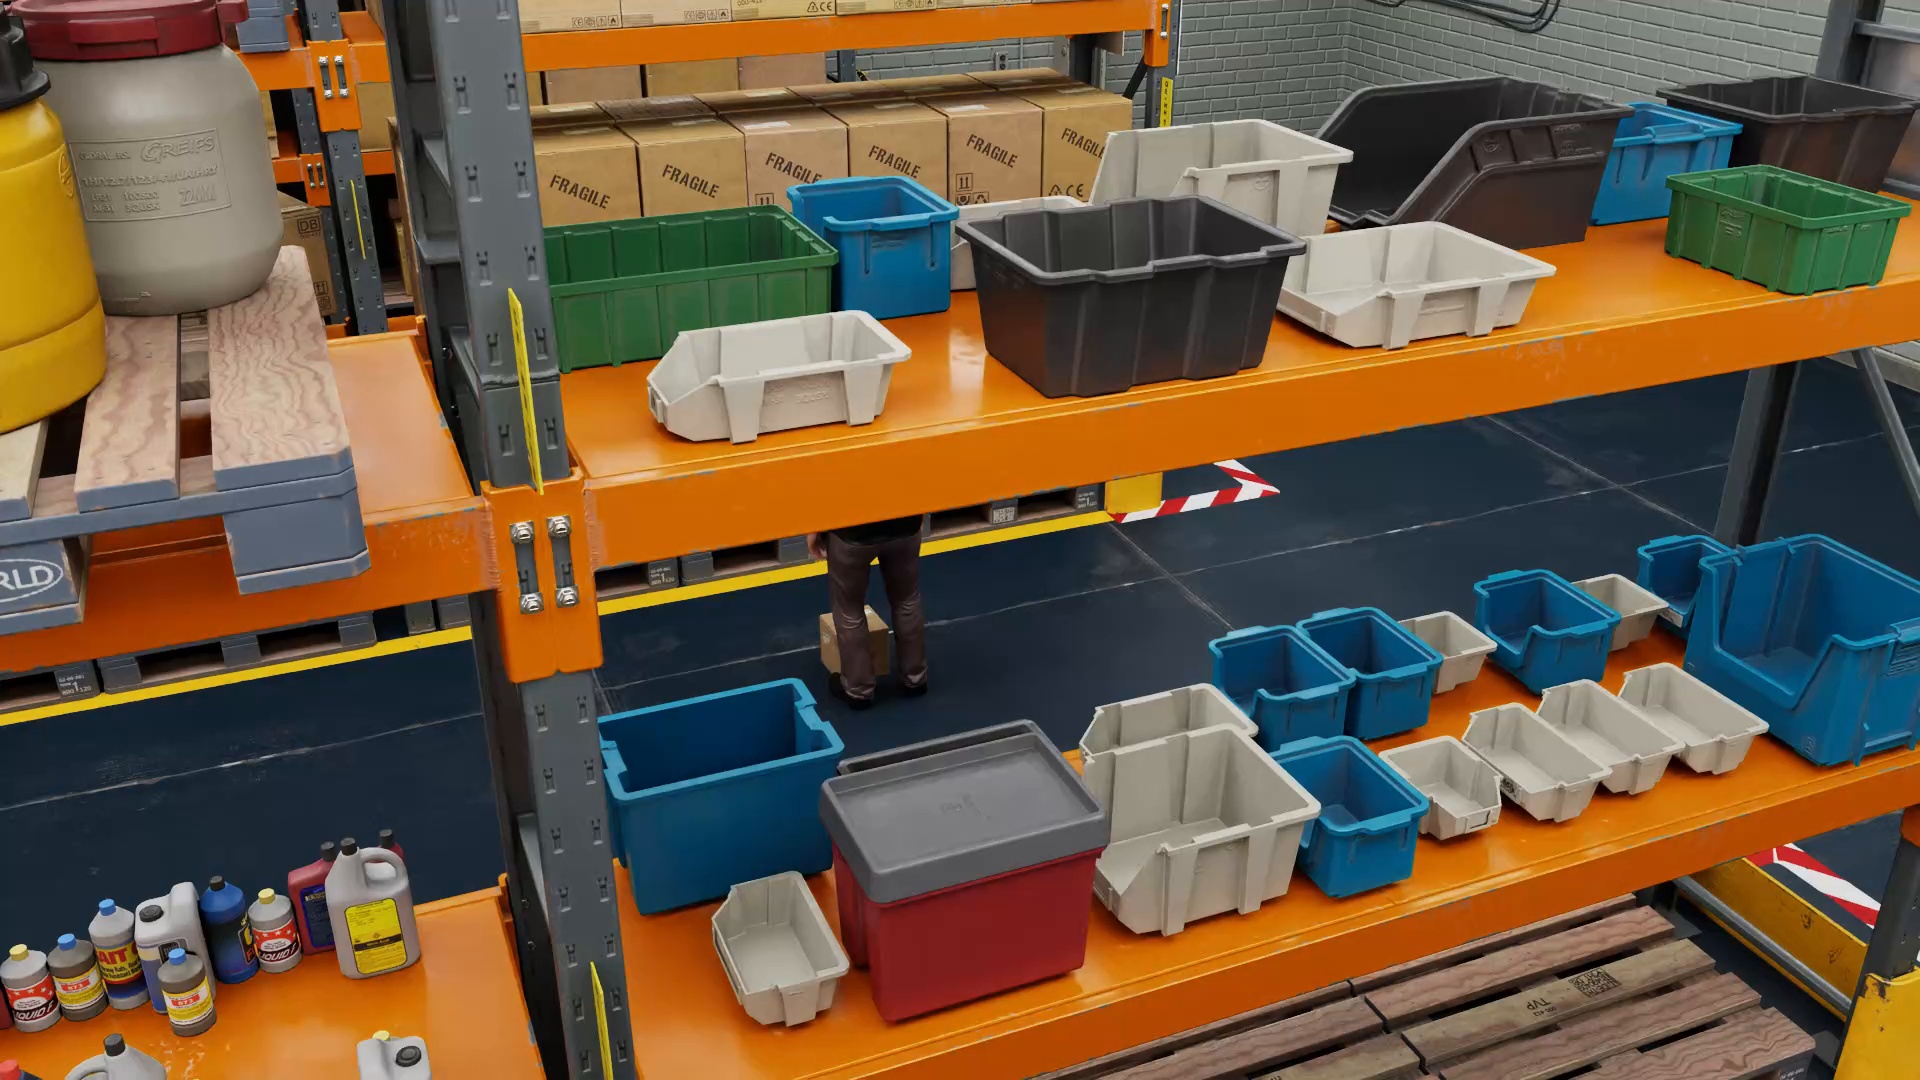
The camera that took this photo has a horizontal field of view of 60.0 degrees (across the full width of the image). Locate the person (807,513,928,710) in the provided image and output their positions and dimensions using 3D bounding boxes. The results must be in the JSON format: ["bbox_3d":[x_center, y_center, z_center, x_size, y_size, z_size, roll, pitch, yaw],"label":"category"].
[{"bbox_3d":[-0.383,-0.060,7.262,0.589,1.722,0.409,-11,28,-22],"label":"person"}]
